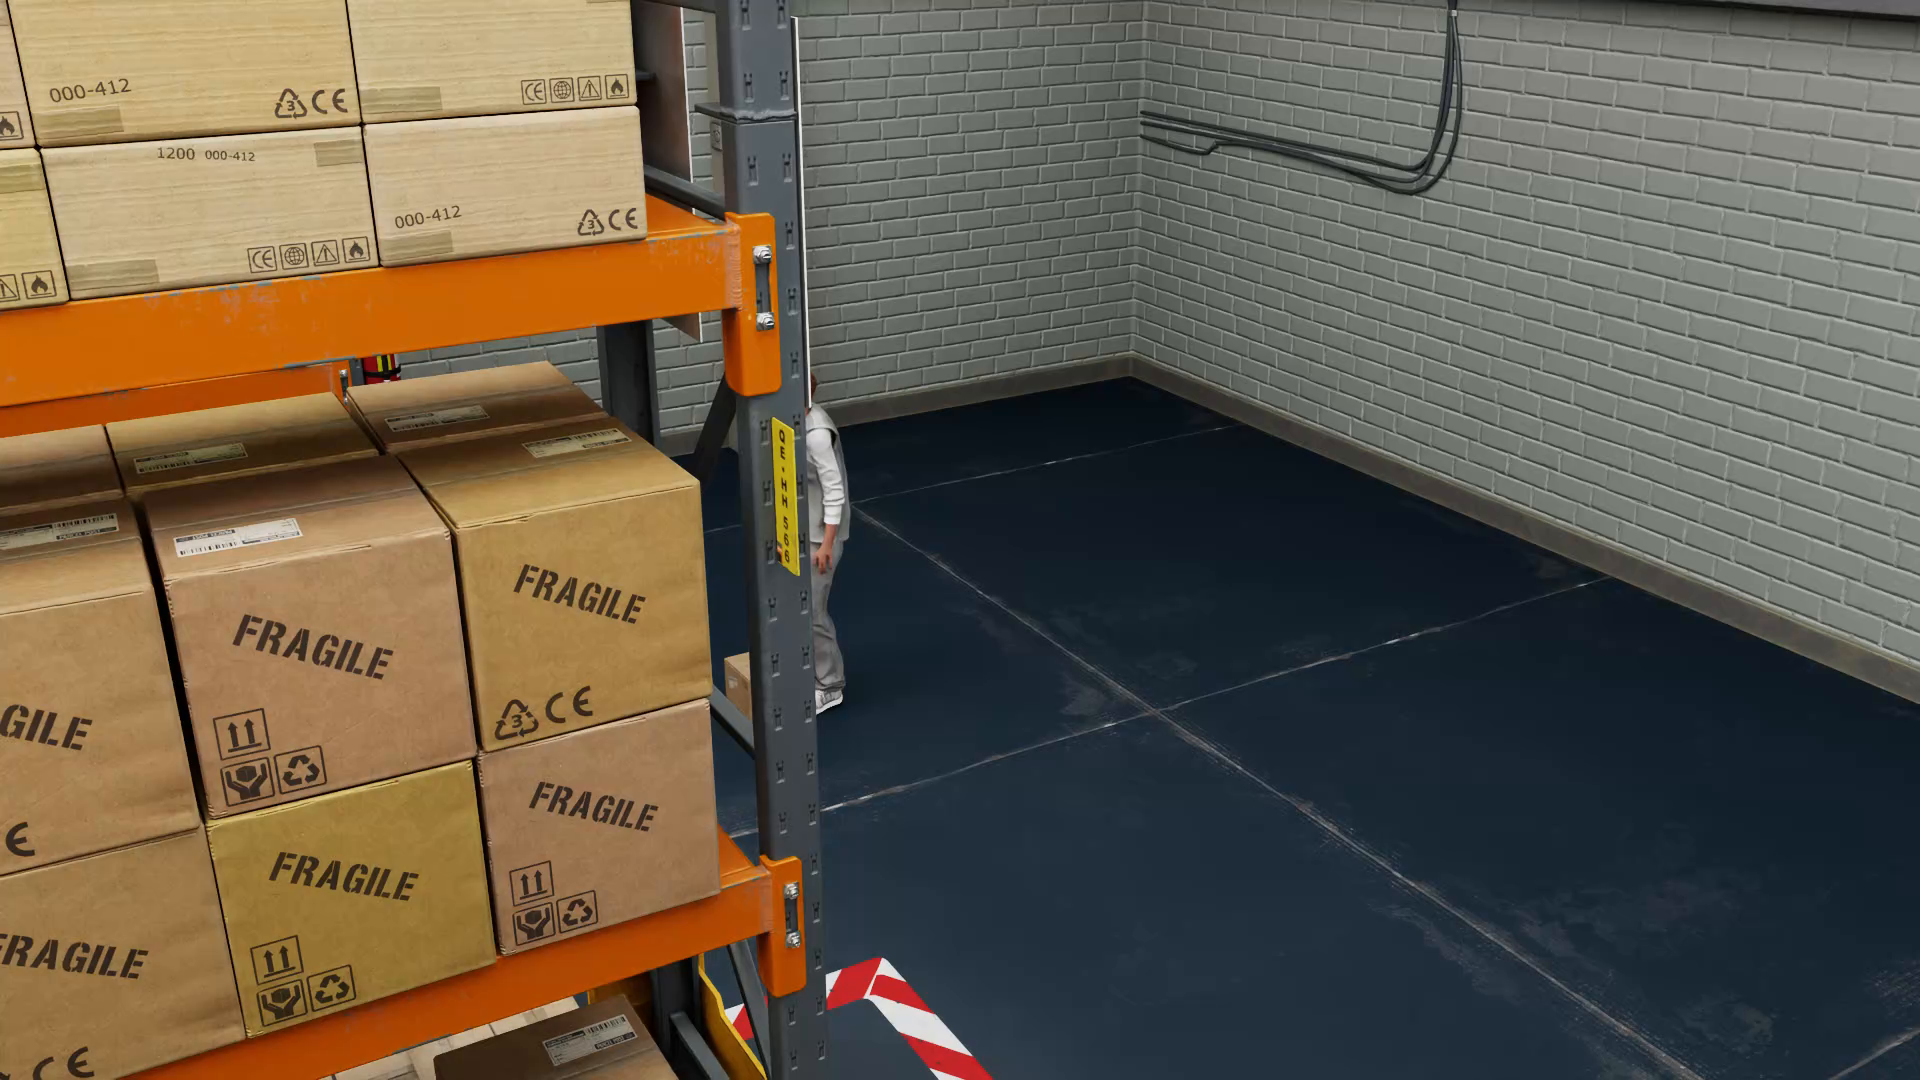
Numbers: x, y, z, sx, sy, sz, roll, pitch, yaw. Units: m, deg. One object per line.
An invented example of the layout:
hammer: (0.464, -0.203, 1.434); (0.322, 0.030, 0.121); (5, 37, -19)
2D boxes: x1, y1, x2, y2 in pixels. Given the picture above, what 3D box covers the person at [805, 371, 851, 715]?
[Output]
person: (-0.663, -0.022, 7.161); (0.347, 1.590, 0.473); (-14, 26, -31)
